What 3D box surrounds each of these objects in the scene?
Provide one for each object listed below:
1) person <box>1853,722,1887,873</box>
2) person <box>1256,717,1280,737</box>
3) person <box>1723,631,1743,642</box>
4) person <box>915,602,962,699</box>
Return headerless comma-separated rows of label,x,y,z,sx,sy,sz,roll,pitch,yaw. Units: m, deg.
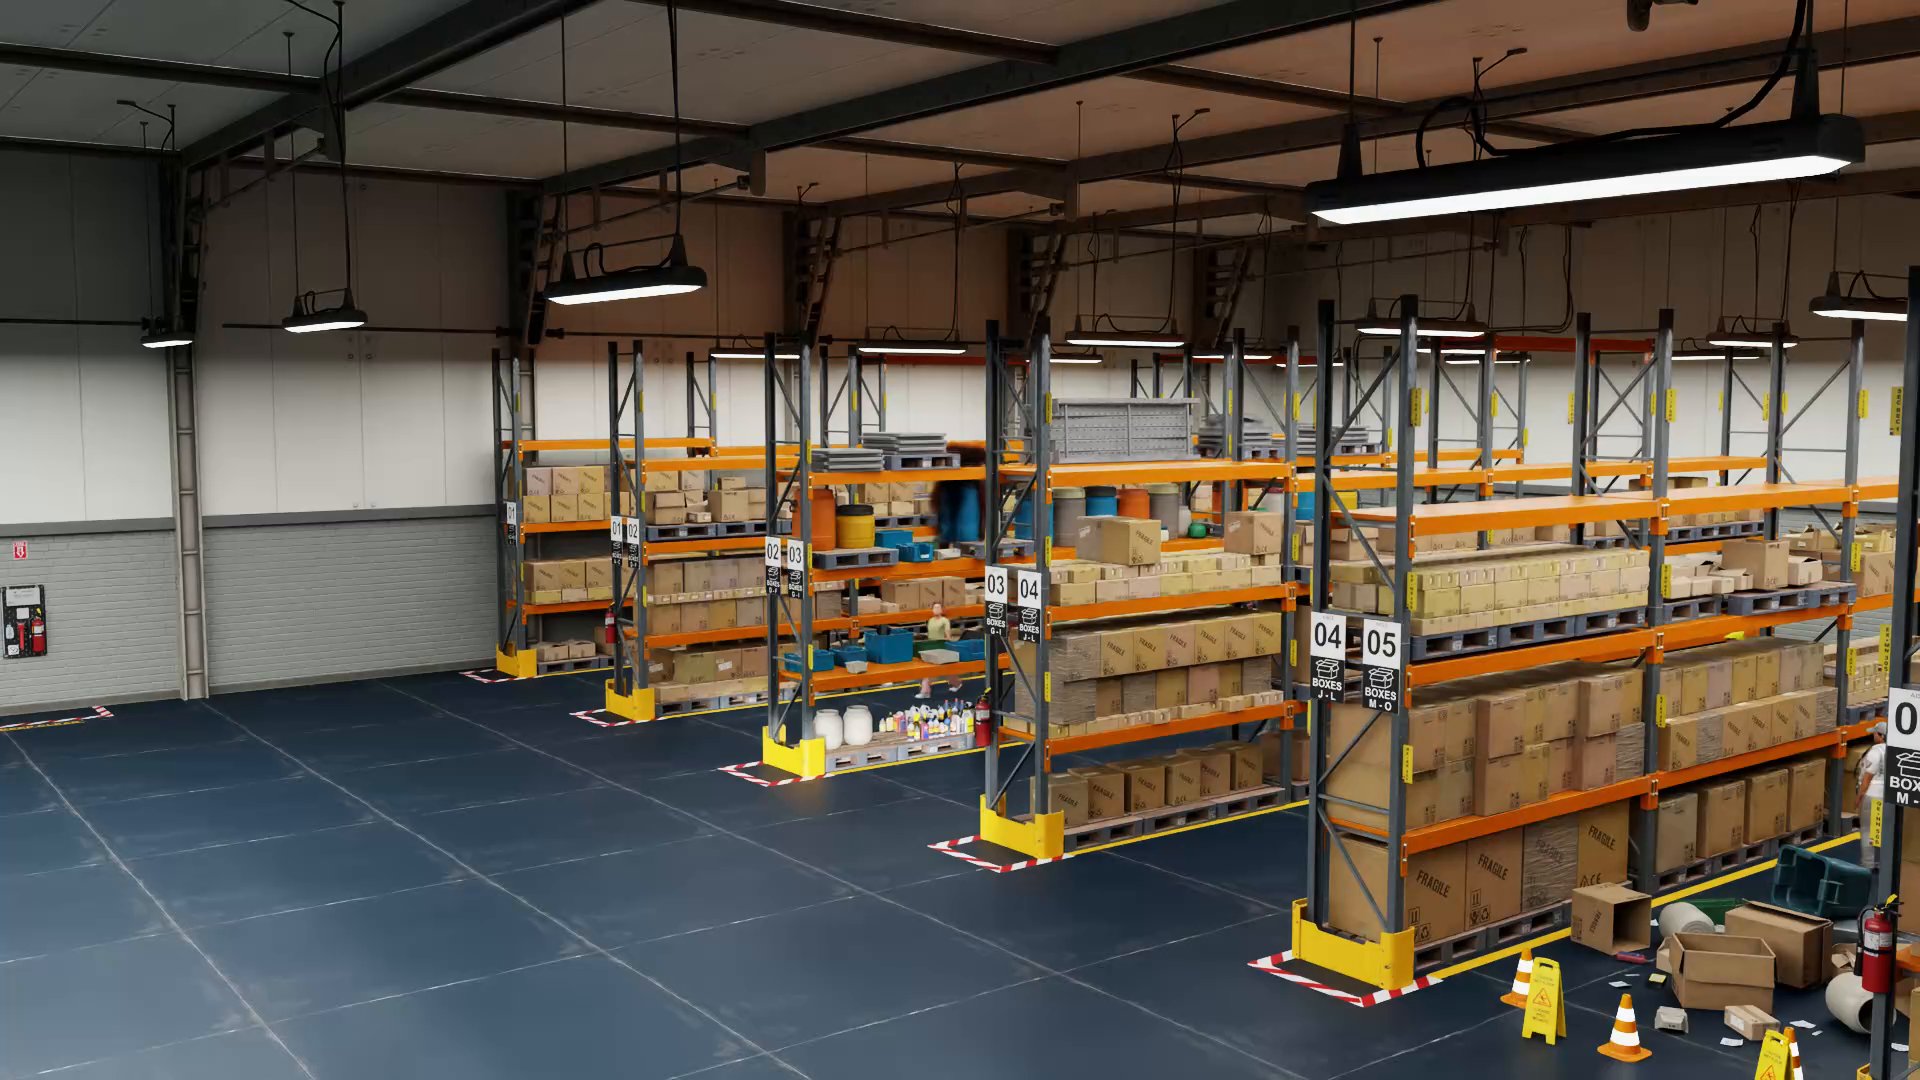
person,9.877,2.774,17.900,0.554,1.666,0.489,0,5,-3
person,4.766,2.129,25.178,0.952,1.646,0.555,-5,7,-43
person,11.296,2.161,24.308,0.856,1.723,0.618,-4,7,-40
person,-0.371,1.862,28.241,0.540,1.621,0.961,5,7,42
